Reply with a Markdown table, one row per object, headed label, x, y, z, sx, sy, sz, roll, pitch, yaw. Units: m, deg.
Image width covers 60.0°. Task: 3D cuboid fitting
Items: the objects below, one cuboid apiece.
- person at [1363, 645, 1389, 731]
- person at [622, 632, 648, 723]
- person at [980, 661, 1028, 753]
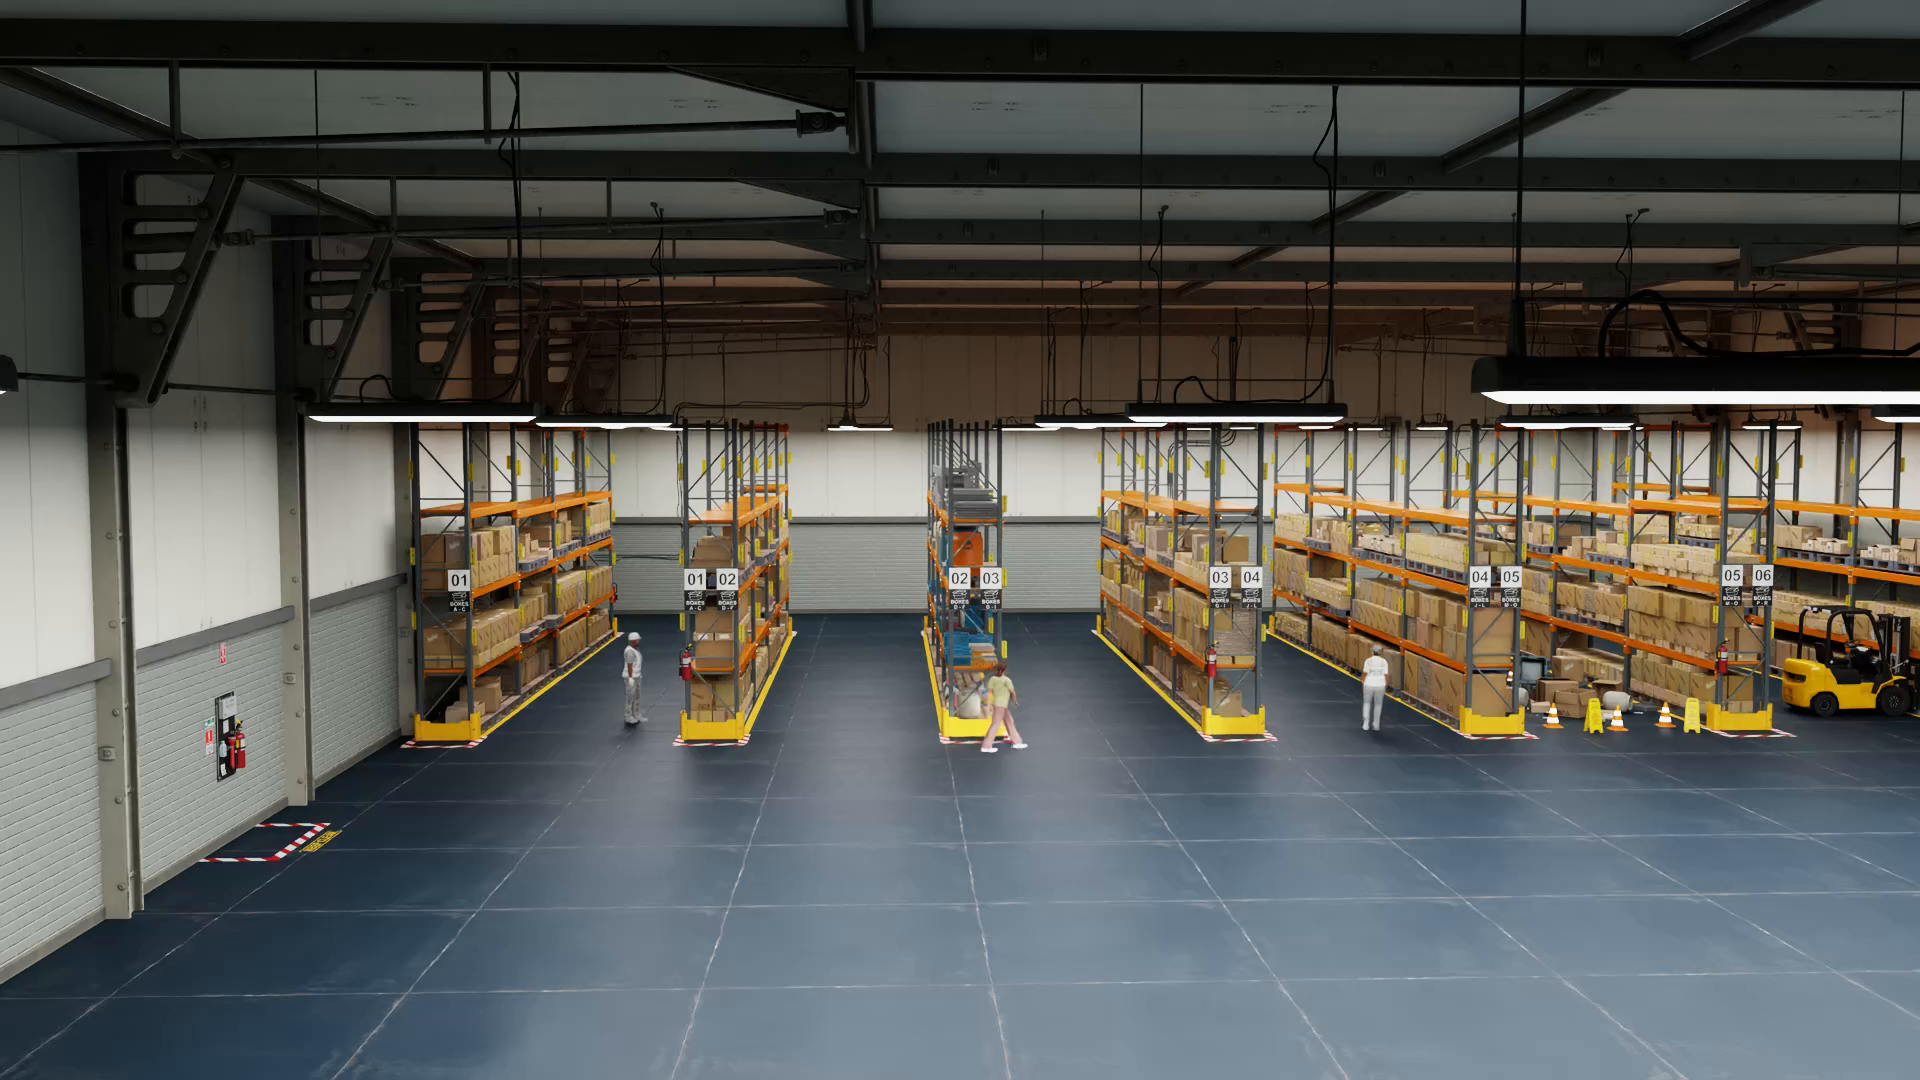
| label | x | y | z | sx | sy | sz | roll | pitch | yaw |
| --- | --- | --- | --- | --- | --- | --- | --- | --- | --- |
| person | 7.967 | 2.837 | 31.906 | 0.478 | 1.658 | 0.475 | 2 | 4 | 25 |
| person | -6.454 | 2.723 | 32.906 | 0.449 | 1.799 | 0.584 | 0 | 4 | 3 |
| person | 0.813 | 2.973 | 29.751 | 0.938 | 1.627 | 0.418 | -1 | 4 | -14 |
